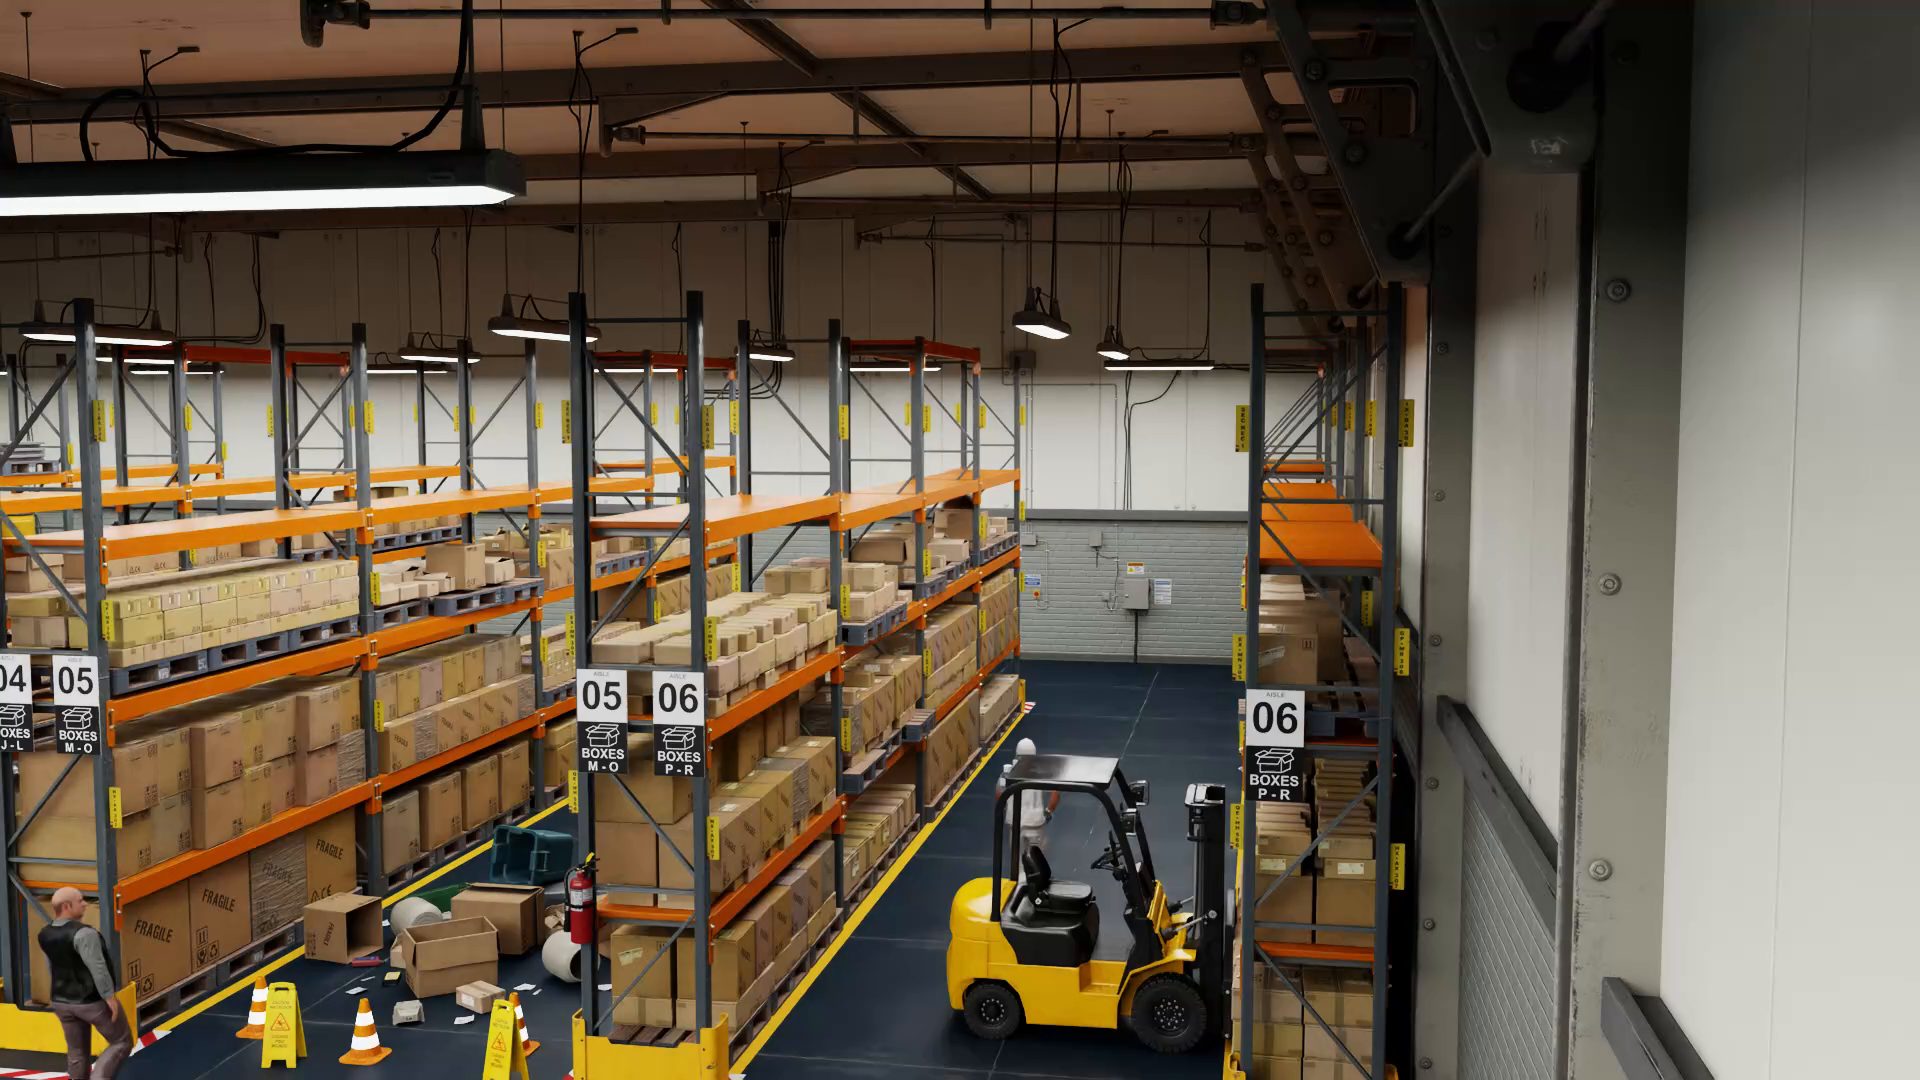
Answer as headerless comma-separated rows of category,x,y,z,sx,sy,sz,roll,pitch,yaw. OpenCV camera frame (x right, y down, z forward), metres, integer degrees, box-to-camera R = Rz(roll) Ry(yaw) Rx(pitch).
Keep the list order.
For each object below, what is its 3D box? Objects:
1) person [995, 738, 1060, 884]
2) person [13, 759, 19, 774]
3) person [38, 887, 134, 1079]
person,0.713,2.913,17.197,0.683,1.741,0.571,1,5,9
person,-13.225,2.498,23.334,0.527,1.615,0.406,3,6,35
person,-6.329,3.337,12.057,0.608,1.715,0.486,1,5,14
